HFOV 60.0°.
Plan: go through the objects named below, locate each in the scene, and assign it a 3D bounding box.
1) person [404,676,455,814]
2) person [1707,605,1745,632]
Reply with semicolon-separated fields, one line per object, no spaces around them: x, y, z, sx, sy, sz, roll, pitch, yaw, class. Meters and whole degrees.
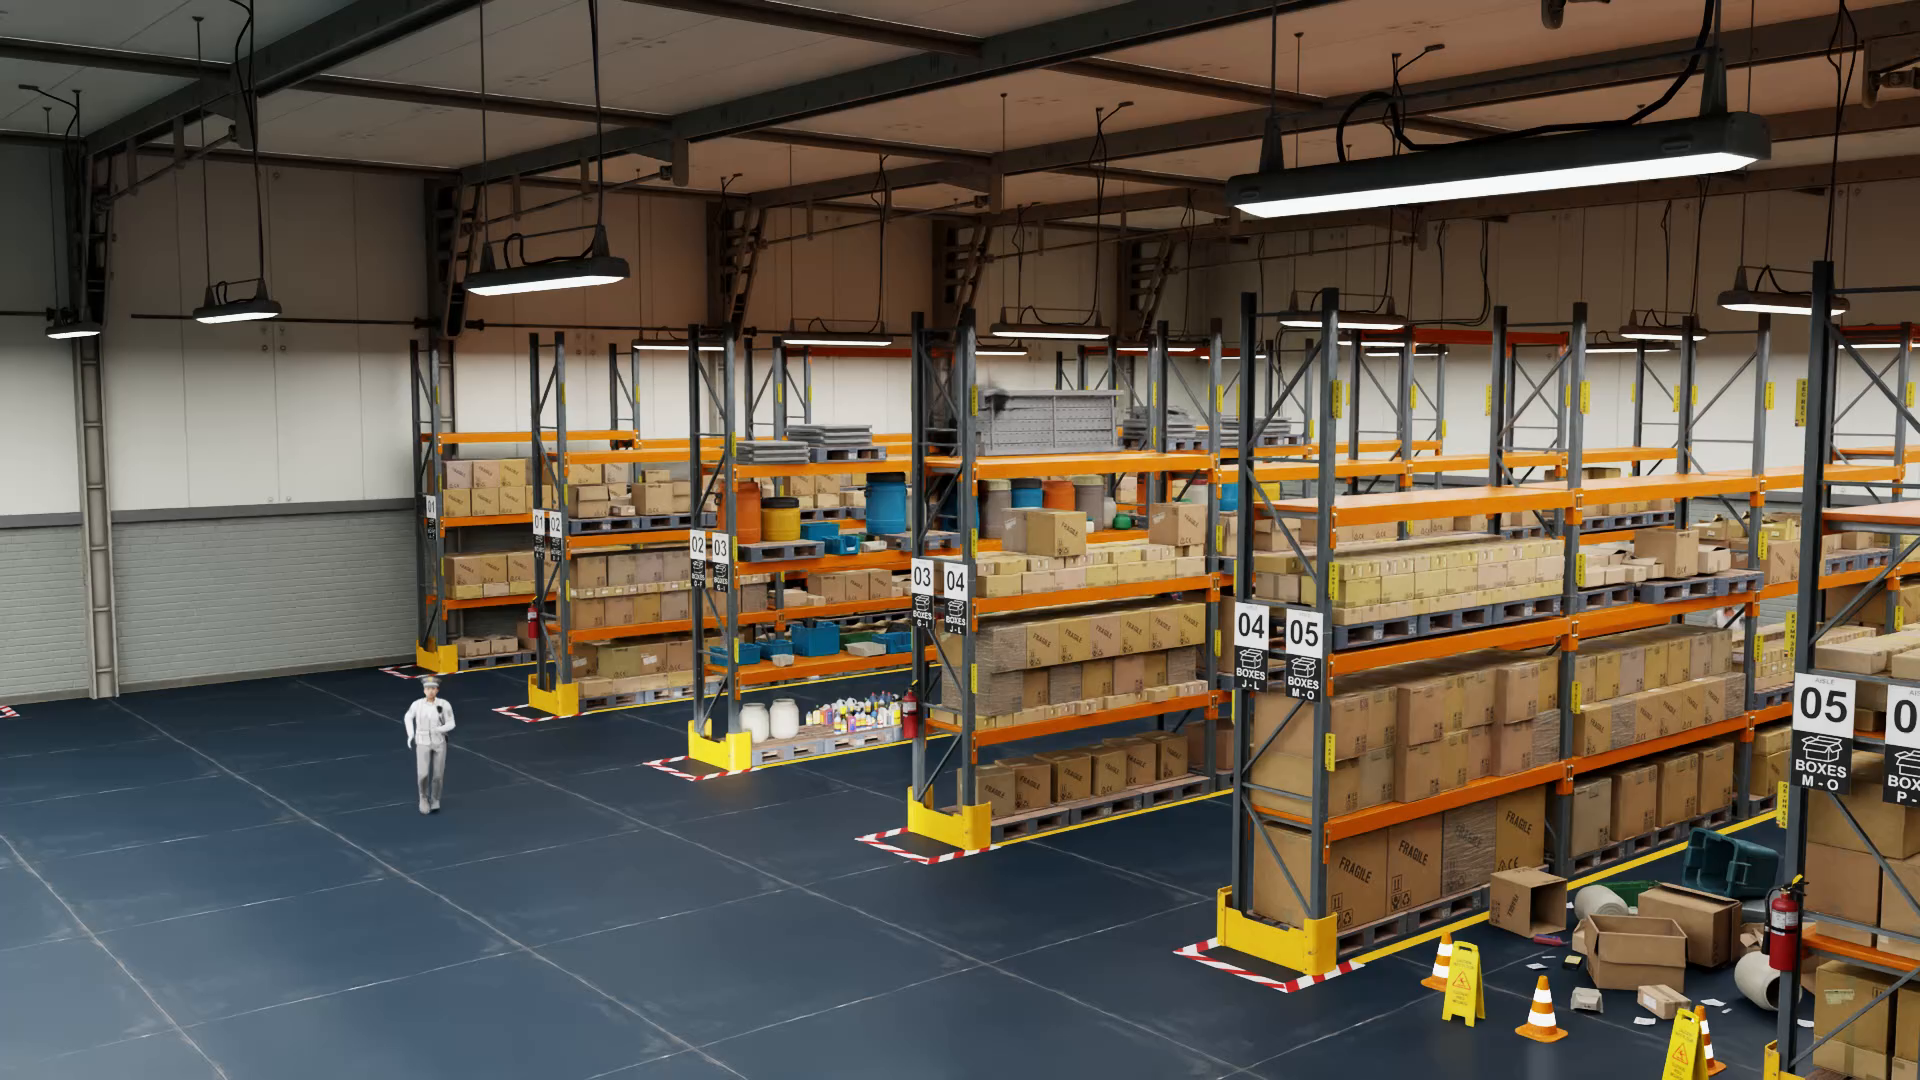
-6.367;2.470;19.998;0.583;1.673;0.634;-2;6;-18;person
12.538;1.785;27.092;0.681;1.840;0.670;5;7;44;person
